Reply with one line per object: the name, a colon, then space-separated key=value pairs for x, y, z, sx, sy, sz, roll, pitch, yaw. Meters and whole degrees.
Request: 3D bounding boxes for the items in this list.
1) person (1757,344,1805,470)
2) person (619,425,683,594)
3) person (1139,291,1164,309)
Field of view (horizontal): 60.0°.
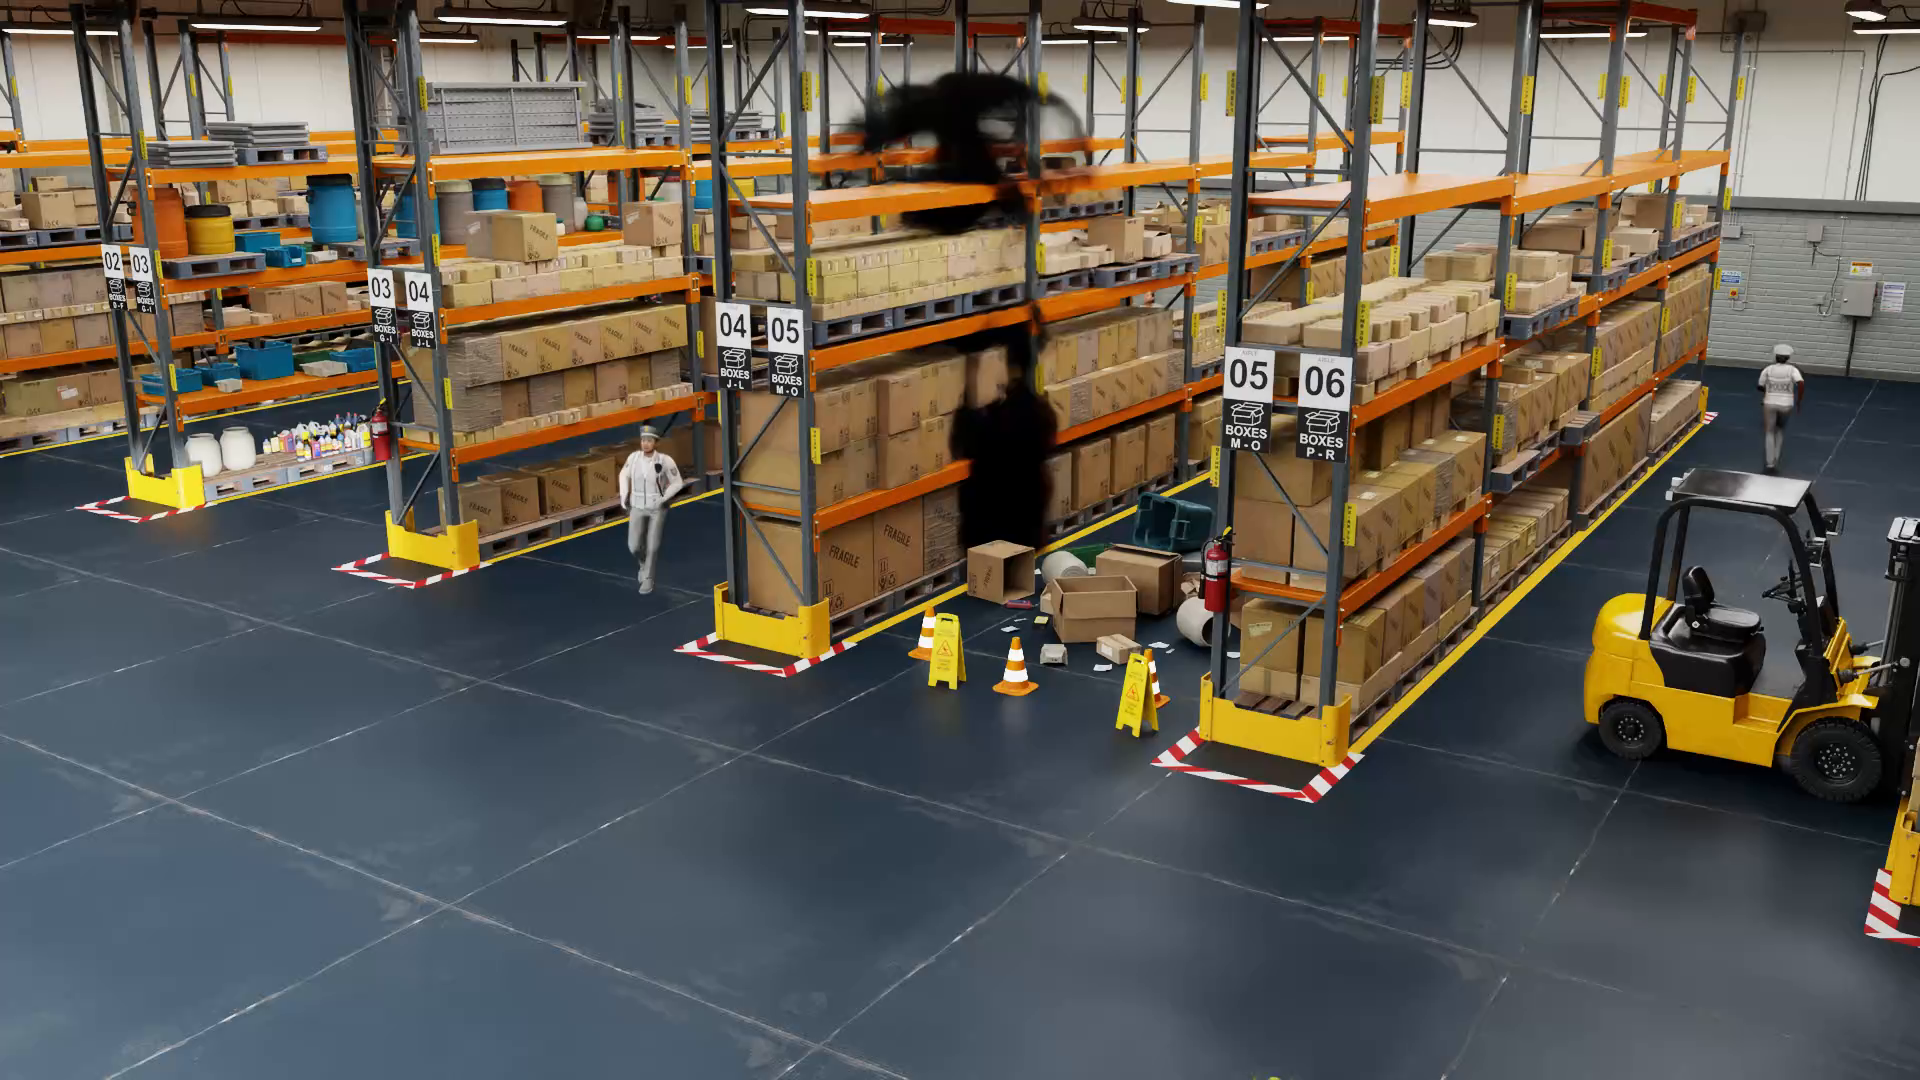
person: x=11.002 y=-1.754 z=22.401 sx=0.536 sy=1.745 sz=0.814 roll=4 pitch=16 yaw=15
person: x=-3.017 y=-0.299 z=16.164 sx=0.650 sy=1.678 sz=0.466 roll=2 pitch=16 yaw=6
person: x=3.286 y=-3.508 z=28.810 sx=0.600 sy=1.674 sz=0.908 roll=6 pitch=17 yaw=20
